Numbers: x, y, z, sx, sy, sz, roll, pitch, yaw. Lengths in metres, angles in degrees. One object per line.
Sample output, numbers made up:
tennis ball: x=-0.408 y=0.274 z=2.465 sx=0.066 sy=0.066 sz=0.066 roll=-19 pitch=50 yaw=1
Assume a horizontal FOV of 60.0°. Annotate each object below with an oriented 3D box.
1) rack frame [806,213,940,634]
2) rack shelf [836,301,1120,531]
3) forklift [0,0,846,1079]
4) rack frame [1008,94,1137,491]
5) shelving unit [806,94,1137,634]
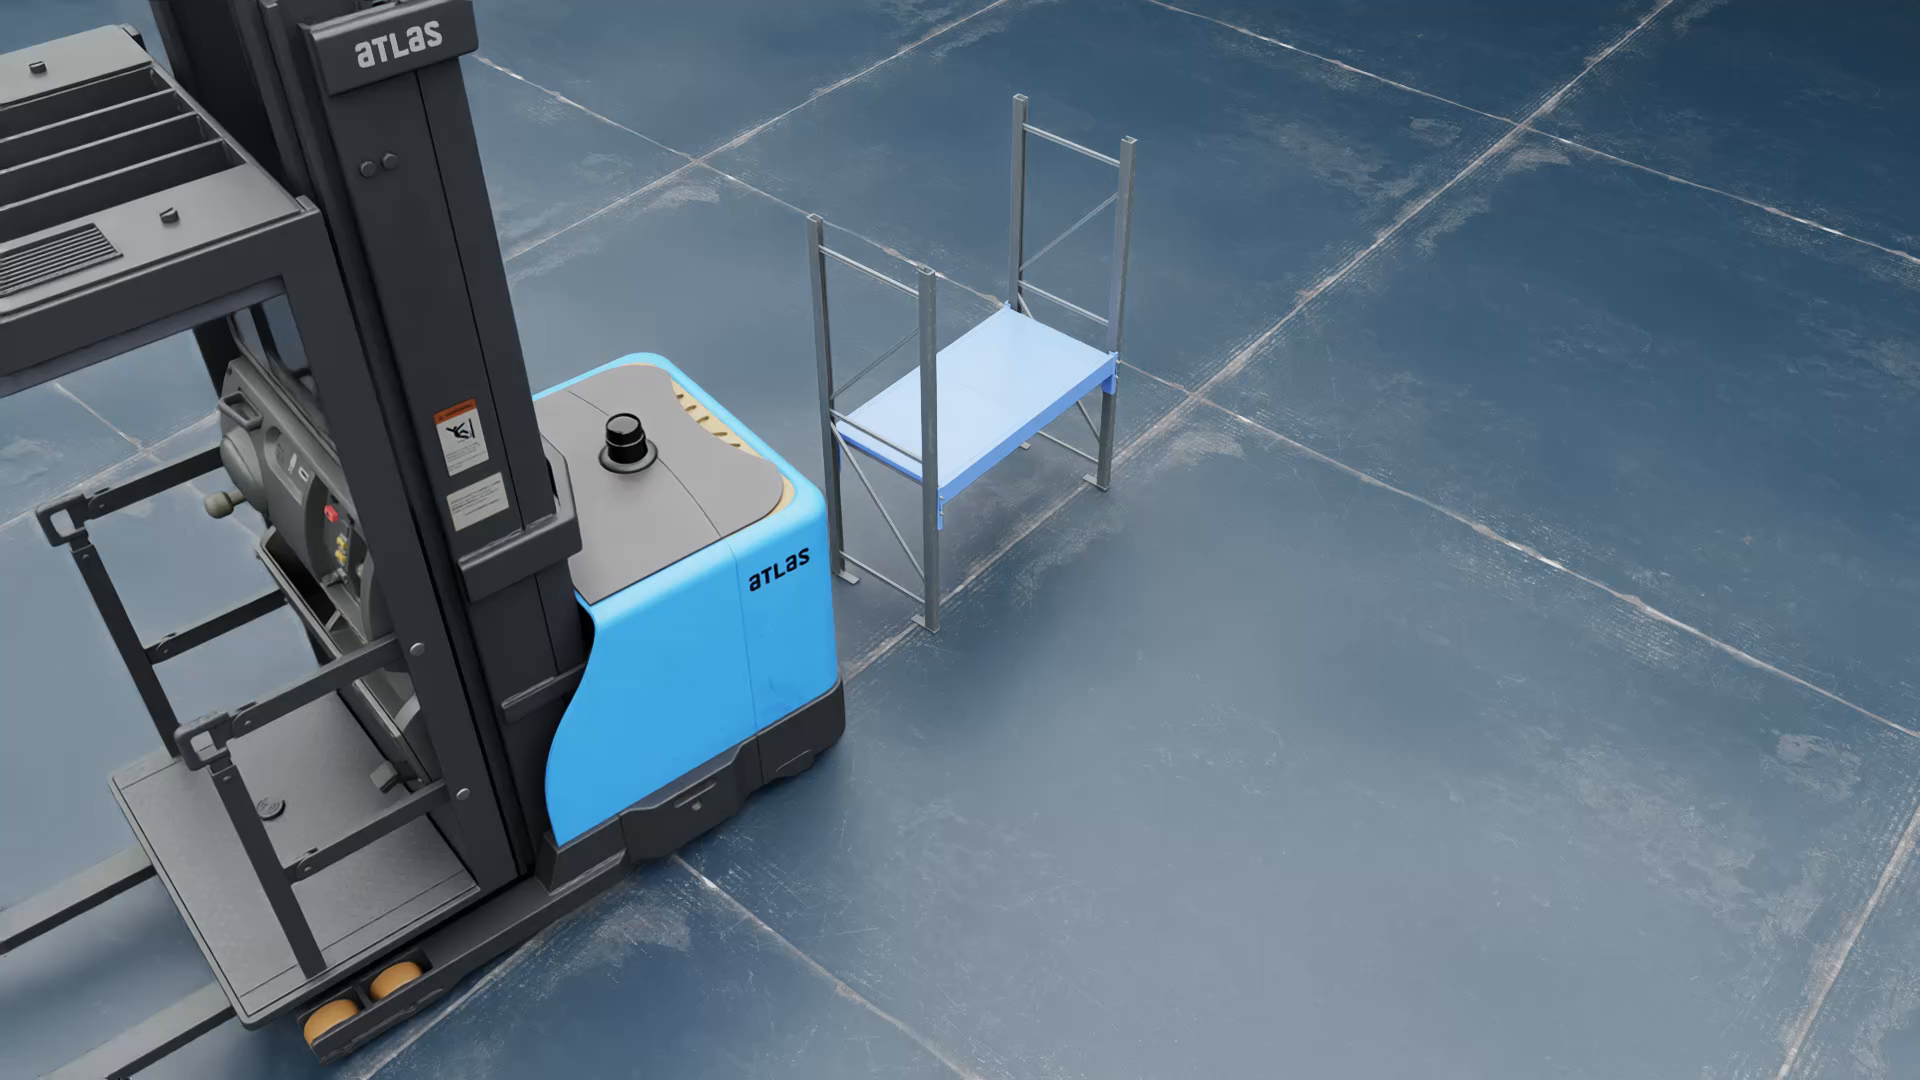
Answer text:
rack frame: x=-0.272 y=-0.337 z=5.506 sx=0.500 sy=1.500 sz=0.032 roll=29 pitch=50 yaw=28
rack shelf: x=0.055 y=-0.466 z=5.915 sx=0.538 sy=0.185 sz=1.000 roll=29 pitch=50 yaw=28
forklift: x=-1.836 y=-0.039 z=4.114 sx=3.031 sy=2.935 sz=1.130 roll=-29 pitch=50 yaw=-28
rack frame: x=0.382 y=-0.861 z=6.082 sx=0.500 sy=1.500 sz=0.032 roll=29 pitch=50 yaw=28
shelving unit: x=0.055 y=-0.599 z=5.794 sx=0.538 sy=1.500 sz=1.048 roll=29 pitch=50 yaw=28
